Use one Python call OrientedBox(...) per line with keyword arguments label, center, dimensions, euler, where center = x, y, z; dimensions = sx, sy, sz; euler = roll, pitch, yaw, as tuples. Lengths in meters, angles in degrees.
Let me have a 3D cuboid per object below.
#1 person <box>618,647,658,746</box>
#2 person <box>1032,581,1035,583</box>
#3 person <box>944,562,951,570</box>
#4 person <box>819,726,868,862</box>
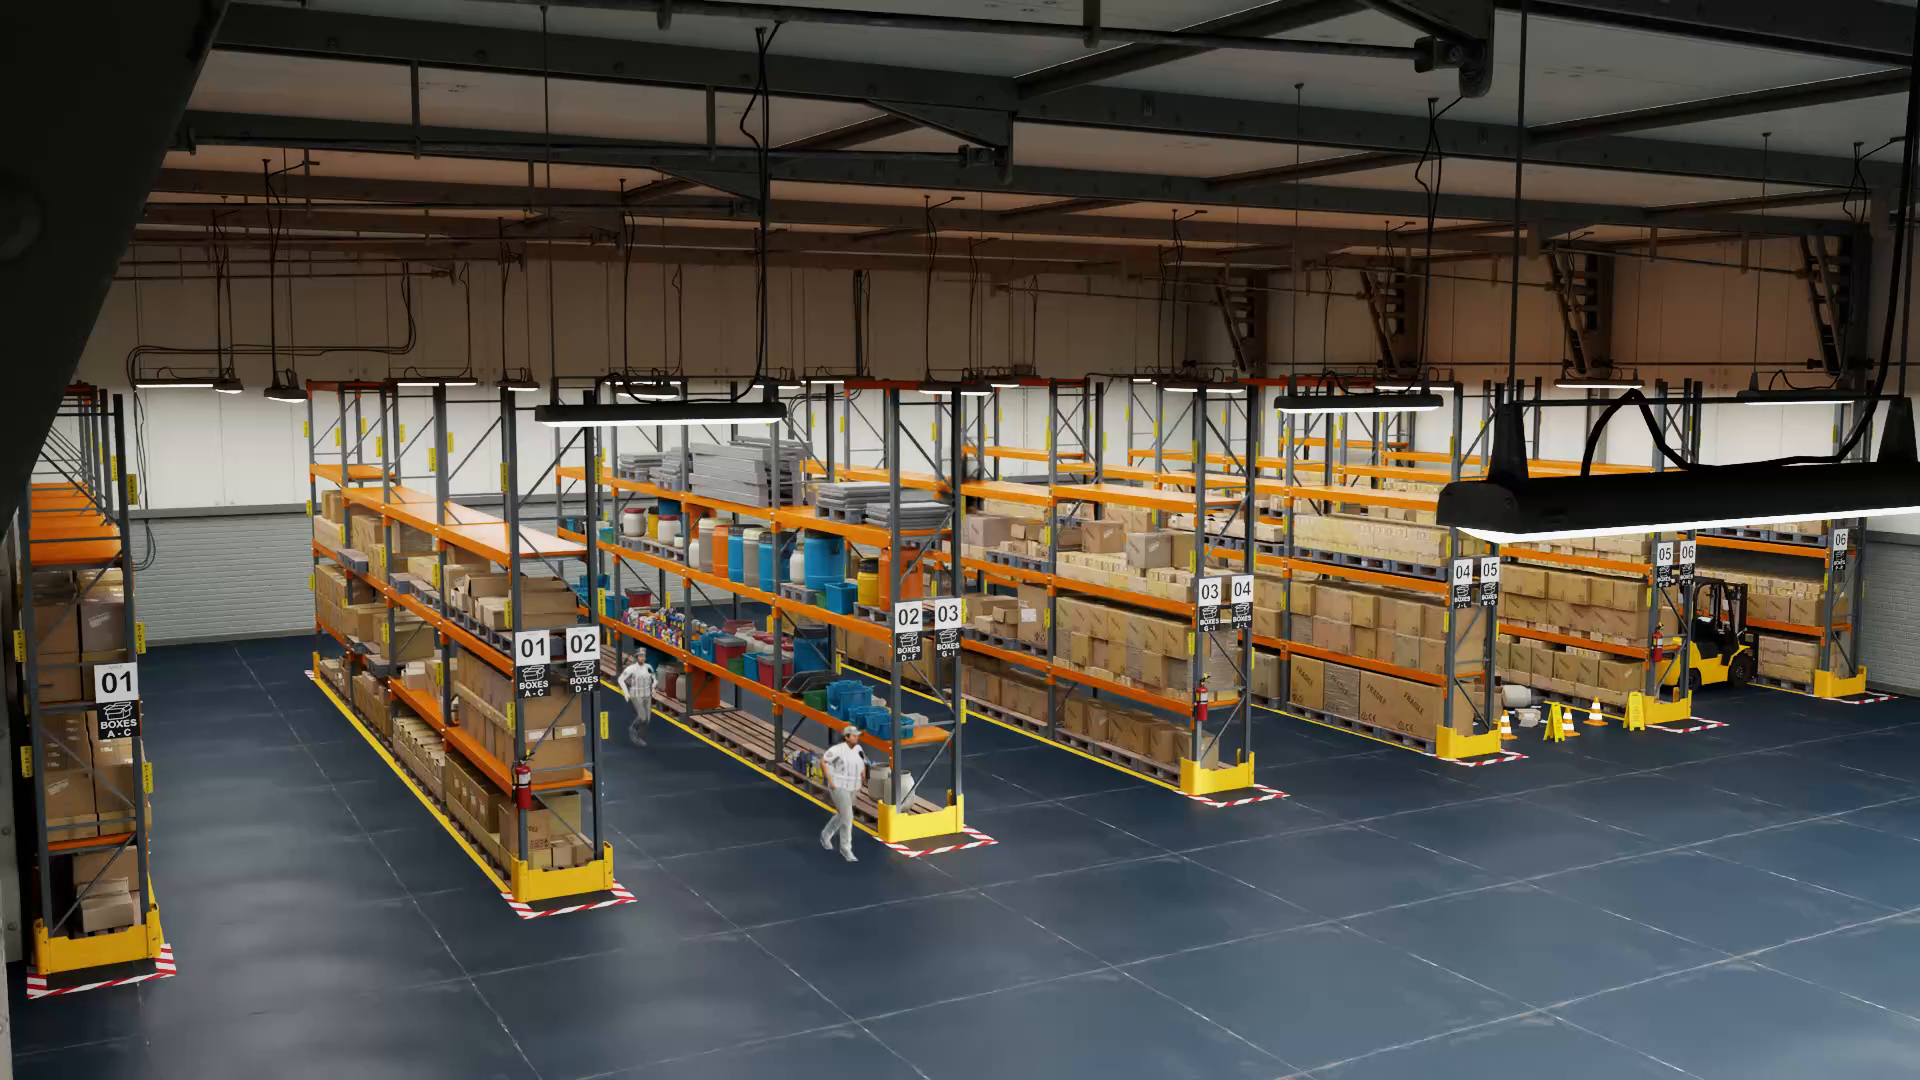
OrientedBox(label="person", center=(-5.237, 2.589, 27.397), dimensions=(0.607, 1.656, 0.561), euler=(-5, 8, -38))
OrientedBox(label="person", center=(1.798, 1.475, 35.001), dimensions=(0.723, 1.807, 1.072), euler=(-3, 7, -26))
OrientedBox(label="person", center=(-0.367, 1.089, 41.931), dimensions=(0.621, 1.627, 0.700), euler=(-1, 6, -10))
OrientedBox(label="person", center=(-1.469, 3.239, 21.512), dimensions=(0.766, 1.694, 0.593), euler=(5, 8, 39))
